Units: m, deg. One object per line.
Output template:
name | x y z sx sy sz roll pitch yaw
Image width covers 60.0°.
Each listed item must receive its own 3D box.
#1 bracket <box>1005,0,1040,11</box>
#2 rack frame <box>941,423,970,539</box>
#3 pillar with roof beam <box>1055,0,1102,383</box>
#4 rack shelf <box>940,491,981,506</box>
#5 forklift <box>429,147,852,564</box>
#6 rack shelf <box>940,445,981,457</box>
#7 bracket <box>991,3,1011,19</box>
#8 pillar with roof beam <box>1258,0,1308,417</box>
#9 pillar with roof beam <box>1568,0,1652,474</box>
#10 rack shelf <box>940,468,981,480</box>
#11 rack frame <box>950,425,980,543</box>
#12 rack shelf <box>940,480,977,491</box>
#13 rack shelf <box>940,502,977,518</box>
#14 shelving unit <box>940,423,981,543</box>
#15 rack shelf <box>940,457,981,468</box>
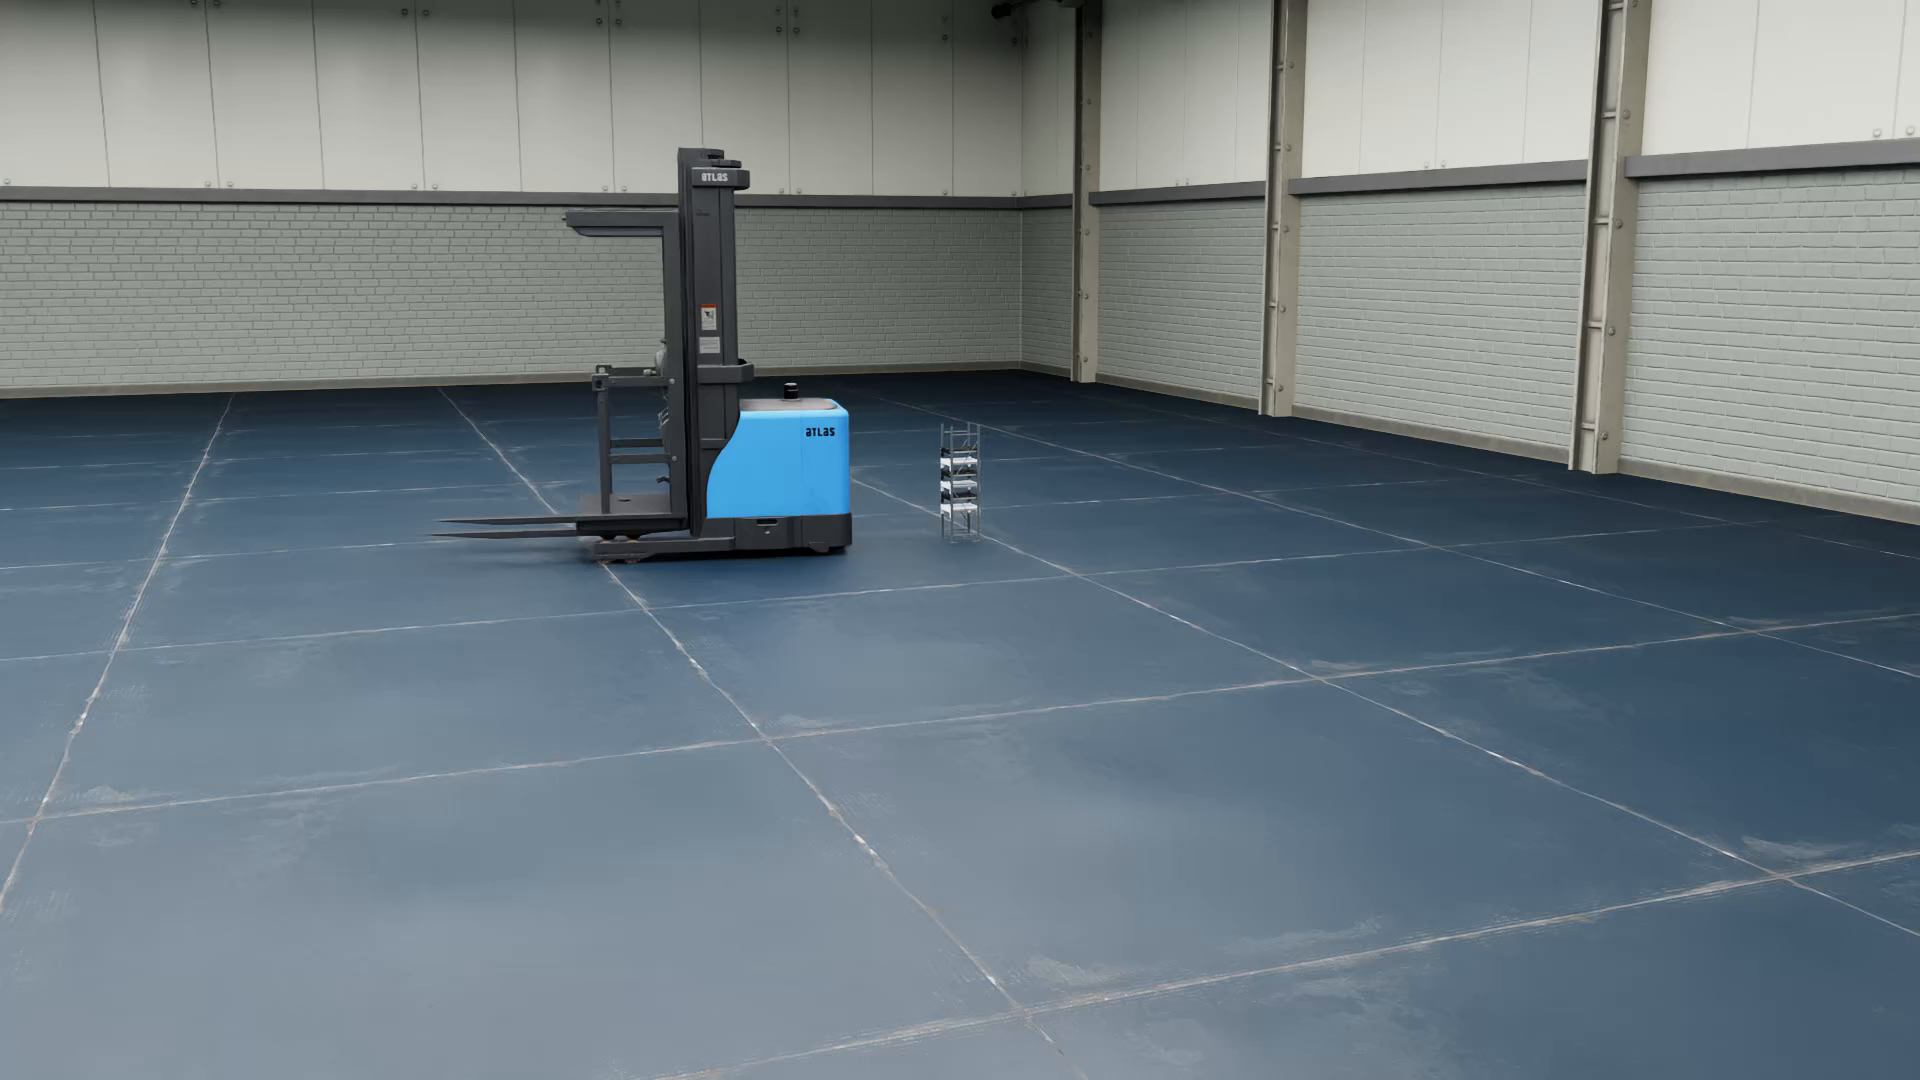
bracket | 0.948 -9.197 28.652 0.076 0.066 3.189 -4 11 -21
rack frame | -0.034 -0.458 12.927 0.240 0.900 0.006 -4 11 -21
pillar with roof beam | -1.938 -6.816 25.544 9.100 9.000 0.548 -4 11 -21
rack shelf | 0.003 -0.320 12.855 0.258 0.077 0.200 -4 11 -21
forklift | -2.369 -1.370 12.254 3.031 2.935 1.130 -2 10 -10
rack shelf | 0.003 -0.675 12.792 0.258 0.077 0.200 -4 11 -21
bracket | 0.734 -9.294 29.194 0.235 0.232 0.430 -4 11 -21
pillar with roof beam | 0.236 -5.837 20.038 9.100 9.000 0.400 -4 11 -21
pillar with roof beam | 2.410 -4.857 14.533 9.100 9.000 0.400 -4 11 -21
rack shelf | 0.003 -0.498 12.824 0.258 0.077 0.200 -4 11 -21
rack frame | 0.040 -0.425 12.741 0.240 0.900 0.006 -4 11 -21
rack shelf | 0.003 -0.409 12.840 0.258 0.077 0.200 -4 11 -21
rack shelf | 0.003 -0.232 12.871 0.258 0.077 0.200 -4 11 -21
shelving unit | 0.003 -0.442 12.834 0.258 0.900 0.210 -4 11 -21
rack shelf | 0.003 -0.586 12.808 0.258 0.077 0.200 -4 11 -21
